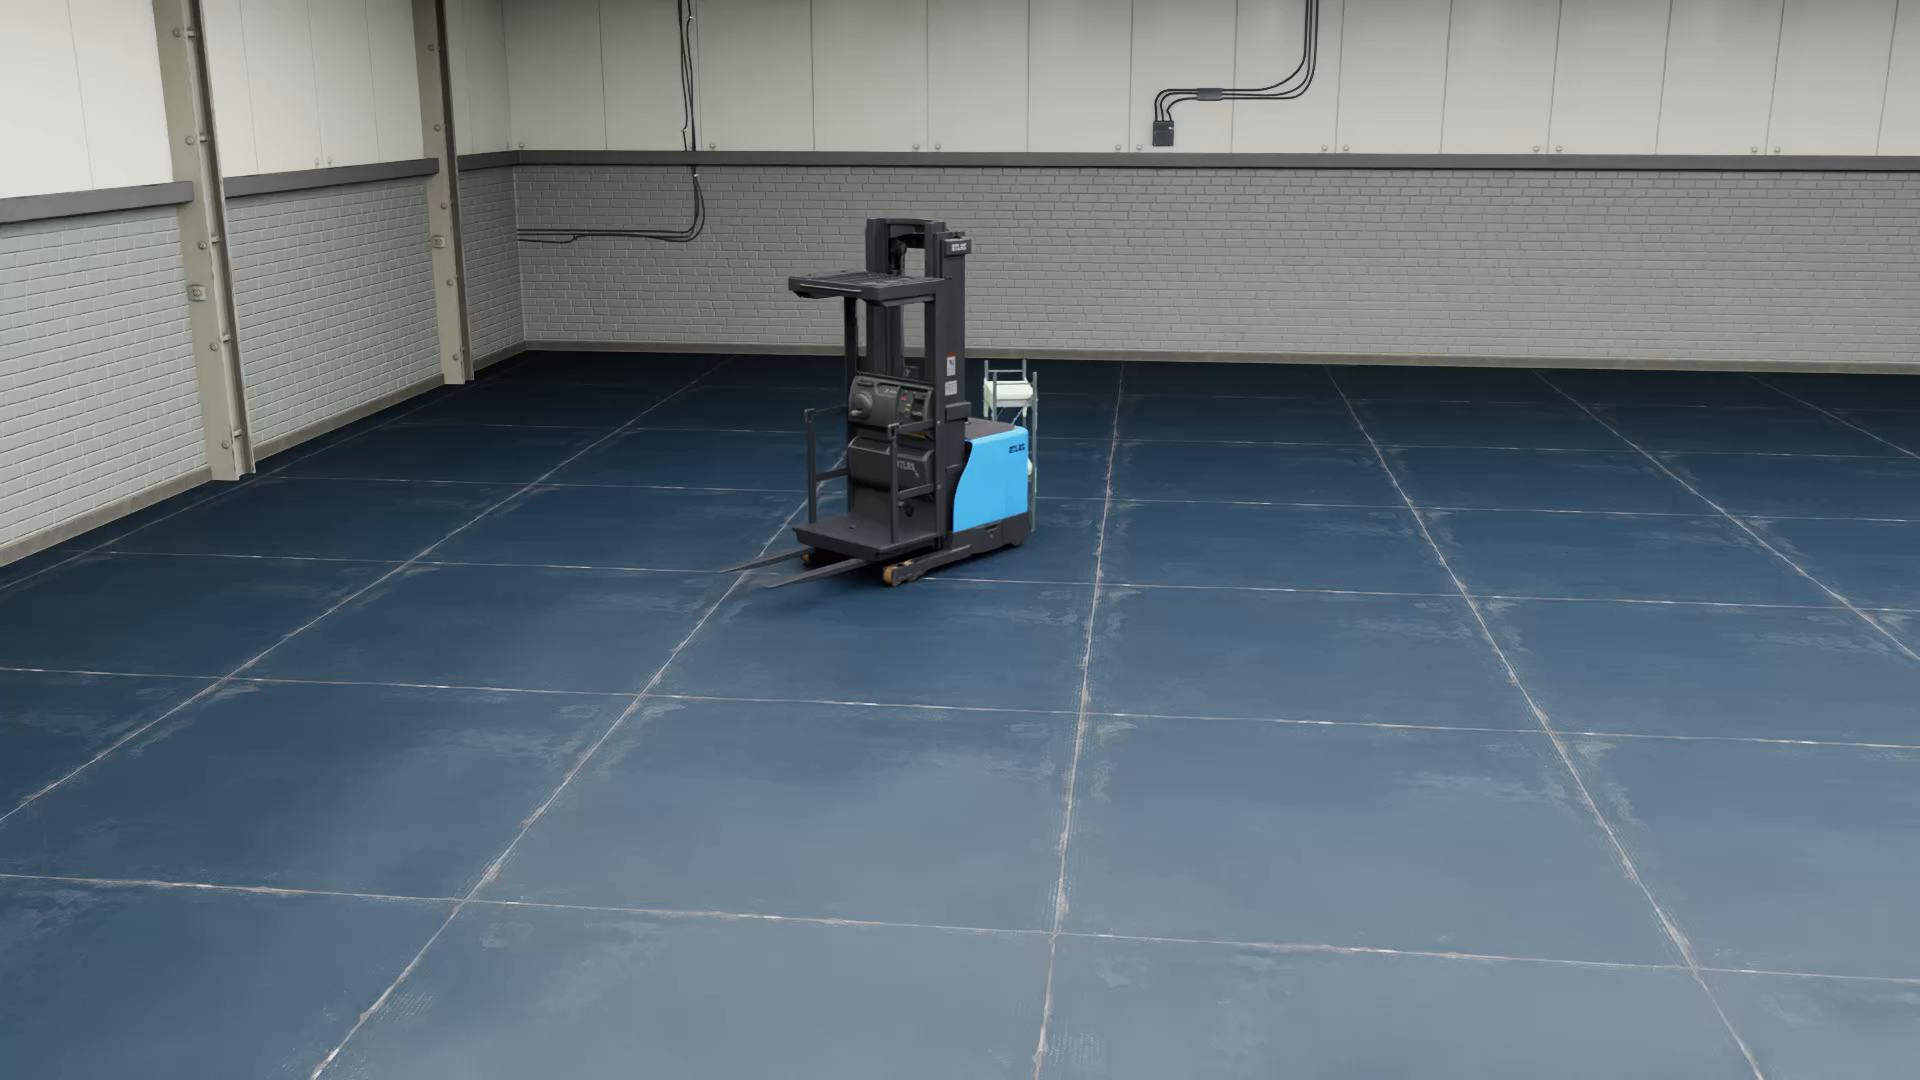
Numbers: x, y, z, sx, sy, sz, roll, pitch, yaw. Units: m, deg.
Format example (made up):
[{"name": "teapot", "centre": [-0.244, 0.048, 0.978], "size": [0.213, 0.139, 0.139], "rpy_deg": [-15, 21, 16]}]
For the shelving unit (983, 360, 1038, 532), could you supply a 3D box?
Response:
[{"name": "shelving unit", "centre": [0.466, -0.897, 15.692], "size": [0.431, 1.500, 0.755], "rpy_deg": [-1, 15, -5]}]

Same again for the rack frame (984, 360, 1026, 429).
[{"name": "rack frame", "centre": [0.432, -0.992, 16.044], "size": [0.400, 1.500, 0.023], "rpy_deg": [-1, 15, -5]}]

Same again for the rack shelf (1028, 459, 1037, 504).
[{"name": "rack shelf", "centre": [0.466, -0.582, 15.777], "size": [0.431, 0.370, 0.720], "rpy_deg": [-1, 15, -5]}]

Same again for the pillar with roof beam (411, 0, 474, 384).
[{"name": "pillar with roof beam", "centre": [-2.822, -6.458, 21.895], "size": [9.100, 9.000, 0.400], "rpy_deg": [2, 15, 6]}]

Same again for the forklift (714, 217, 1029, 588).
[{"name": "forklift", "centre": [-0.734, -1.182, 14.005], "size": [1.130, 2.935, 3.031], "rpy_deg": [13, 20, 40]}]

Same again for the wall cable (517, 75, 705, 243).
[{"name": "wall cable", "centre": [-5.454, -5.811, 25.451], "size": [3.097, 2.526, 0.112], "rpy_deg": [2, 15, 6]}]

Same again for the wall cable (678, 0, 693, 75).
[{"name": "wall cable", "centre": [-2.766, -8.170, 24.497], "size": [3.097, 2.526, 0.112], "rpy_deg": [2, 15, 6]}]

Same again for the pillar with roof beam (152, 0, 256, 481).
[{"name": "pillar with roof beam", "centre": [-3.499, -4.902, 16.140], "size": [9.100, 9.000, 0.400], "rpy_deg": [2, 15, 6]}]

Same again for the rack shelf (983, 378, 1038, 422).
[{"name": "rack shelf", "centre": [0.466, -1.273, 15.590], "size": [0.431, 0.370, 0.720], "rpy_deg": [-1, 15, -5]}]

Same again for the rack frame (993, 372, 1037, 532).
[{"name": "rack frame", "centre": [0.500, -0.801, 15.341], "size": [0.400, 1.500, 0.023], "rpy_deg": [-1, 15, -5]}]

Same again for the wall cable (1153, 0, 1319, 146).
[{"name": "wall cable", "centre": [3.977, -8.668, 23.552], "size": [2.305, 6.003, 0.169], "rpy_deg": [2, 15, 6]}]
